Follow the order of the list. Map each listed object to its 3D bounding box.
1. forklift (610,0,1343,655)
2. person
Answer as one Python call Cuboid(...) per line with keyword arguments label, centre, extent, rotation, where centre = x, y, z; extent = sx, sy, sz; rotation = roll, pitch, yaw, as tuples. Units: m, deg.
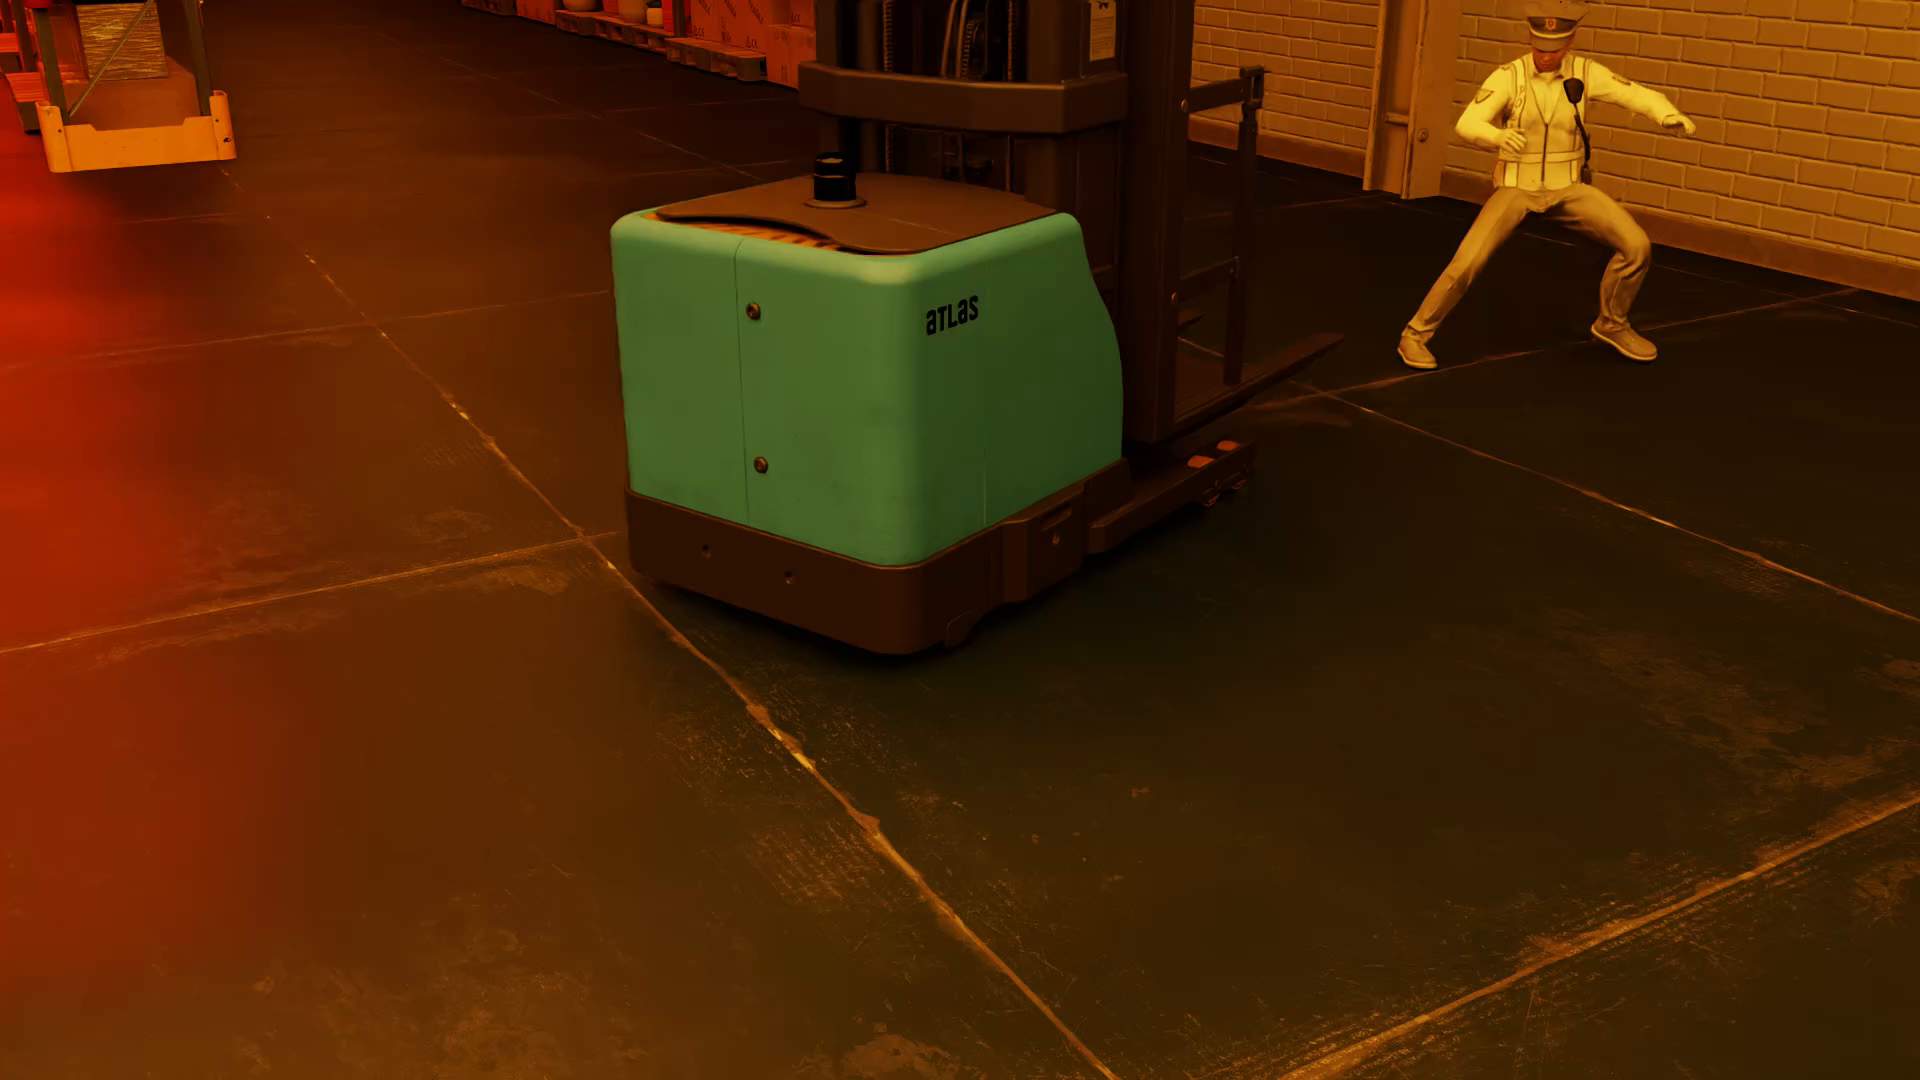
Cuboid(label="forklift", centre=(0.332, -1.561, 5.078), extent=(1.130, 2.935, 3.031), rotation=(16, 27, 33))
Cuboid(label="person", centre=(2.363, -1.413, 6.676), extent=(1.045, 1.443, 0.678), rotation=(5, 23, 12))
